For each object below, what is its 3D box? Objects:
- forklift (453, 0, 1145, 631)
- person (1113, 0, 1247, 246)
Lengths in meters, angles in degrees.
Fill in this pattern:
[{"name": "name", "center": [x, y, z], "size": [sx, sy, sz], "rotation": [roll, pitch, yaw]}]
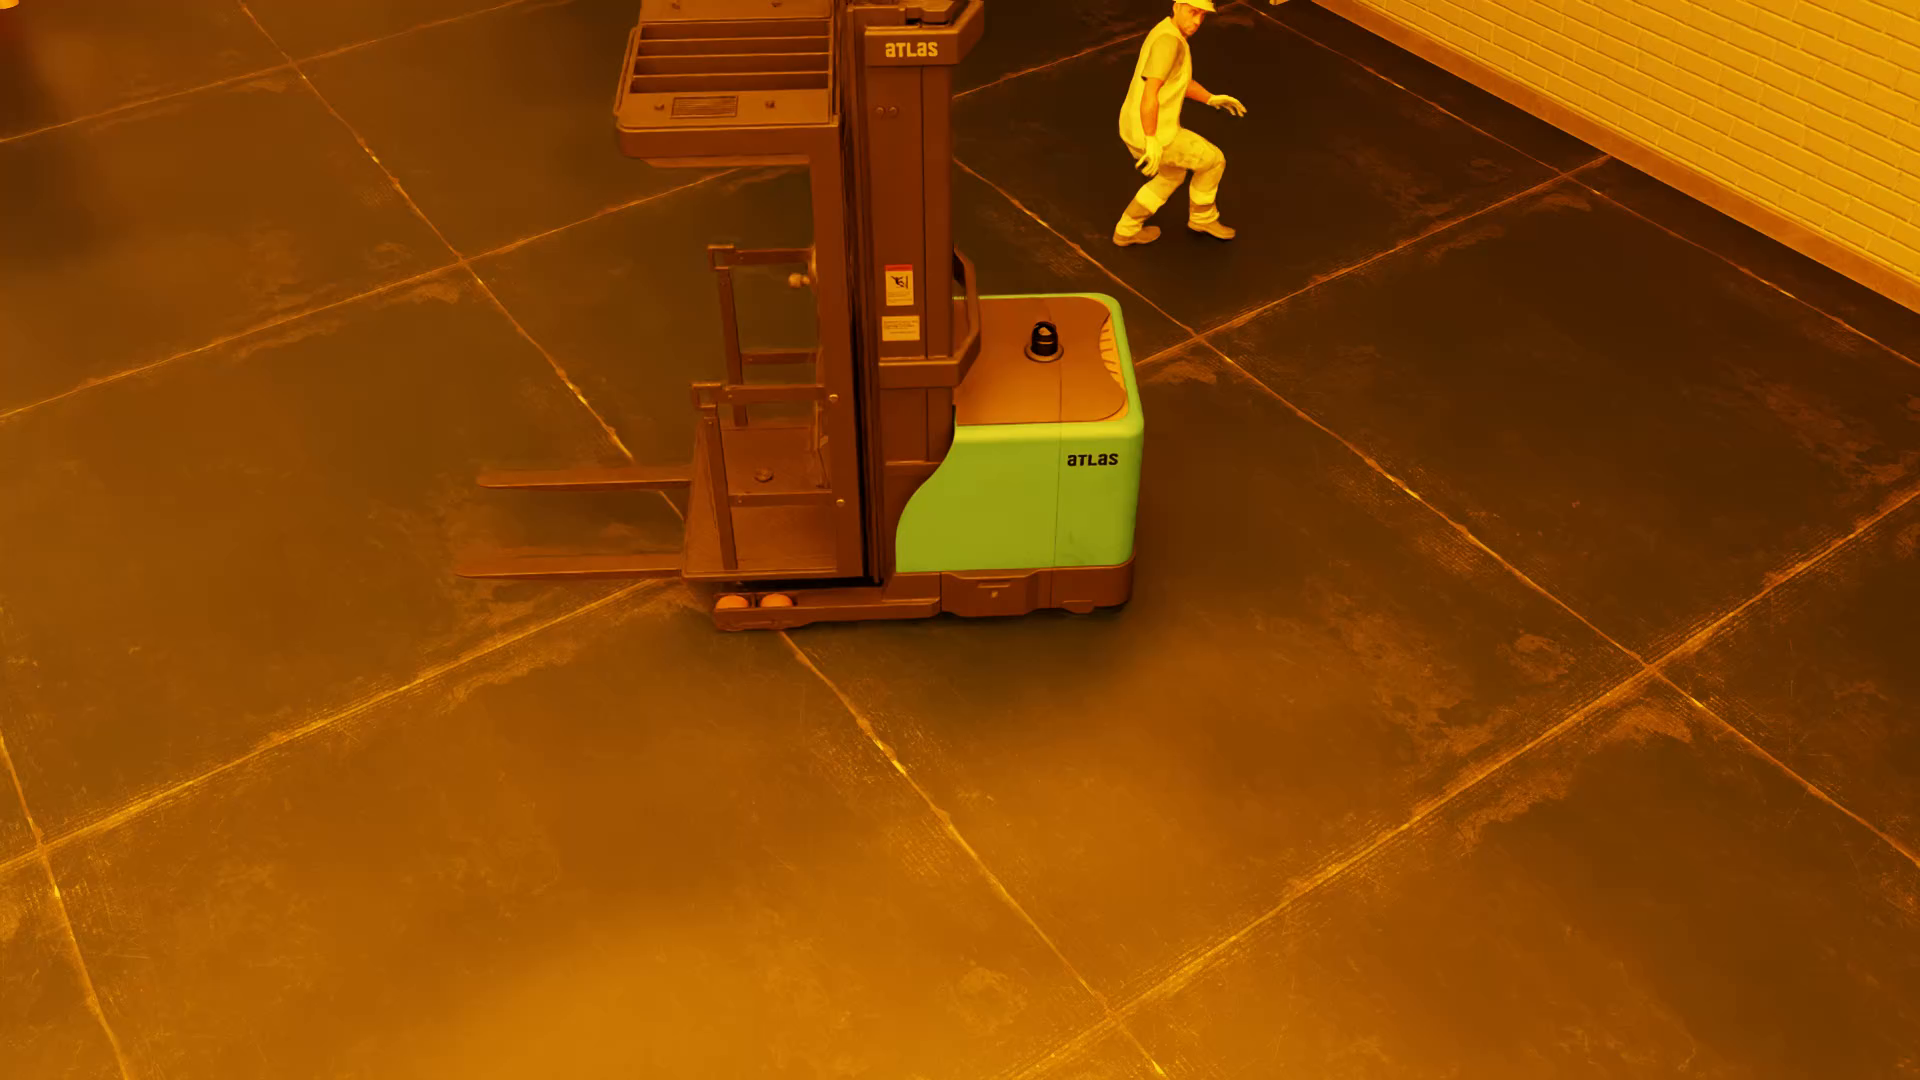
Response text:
[{"name": "forklift", "center": [-0.756, -1.038, 6.842], "size": [3.031, 2.935, 1.130], "rotation": [-2, 43, -2]}, {"name": "person", "center": [1.249, -2.272, 9.190], "size": [0.810, 1.586, 0.779], "rotation": [-9, 43, -10]}]
